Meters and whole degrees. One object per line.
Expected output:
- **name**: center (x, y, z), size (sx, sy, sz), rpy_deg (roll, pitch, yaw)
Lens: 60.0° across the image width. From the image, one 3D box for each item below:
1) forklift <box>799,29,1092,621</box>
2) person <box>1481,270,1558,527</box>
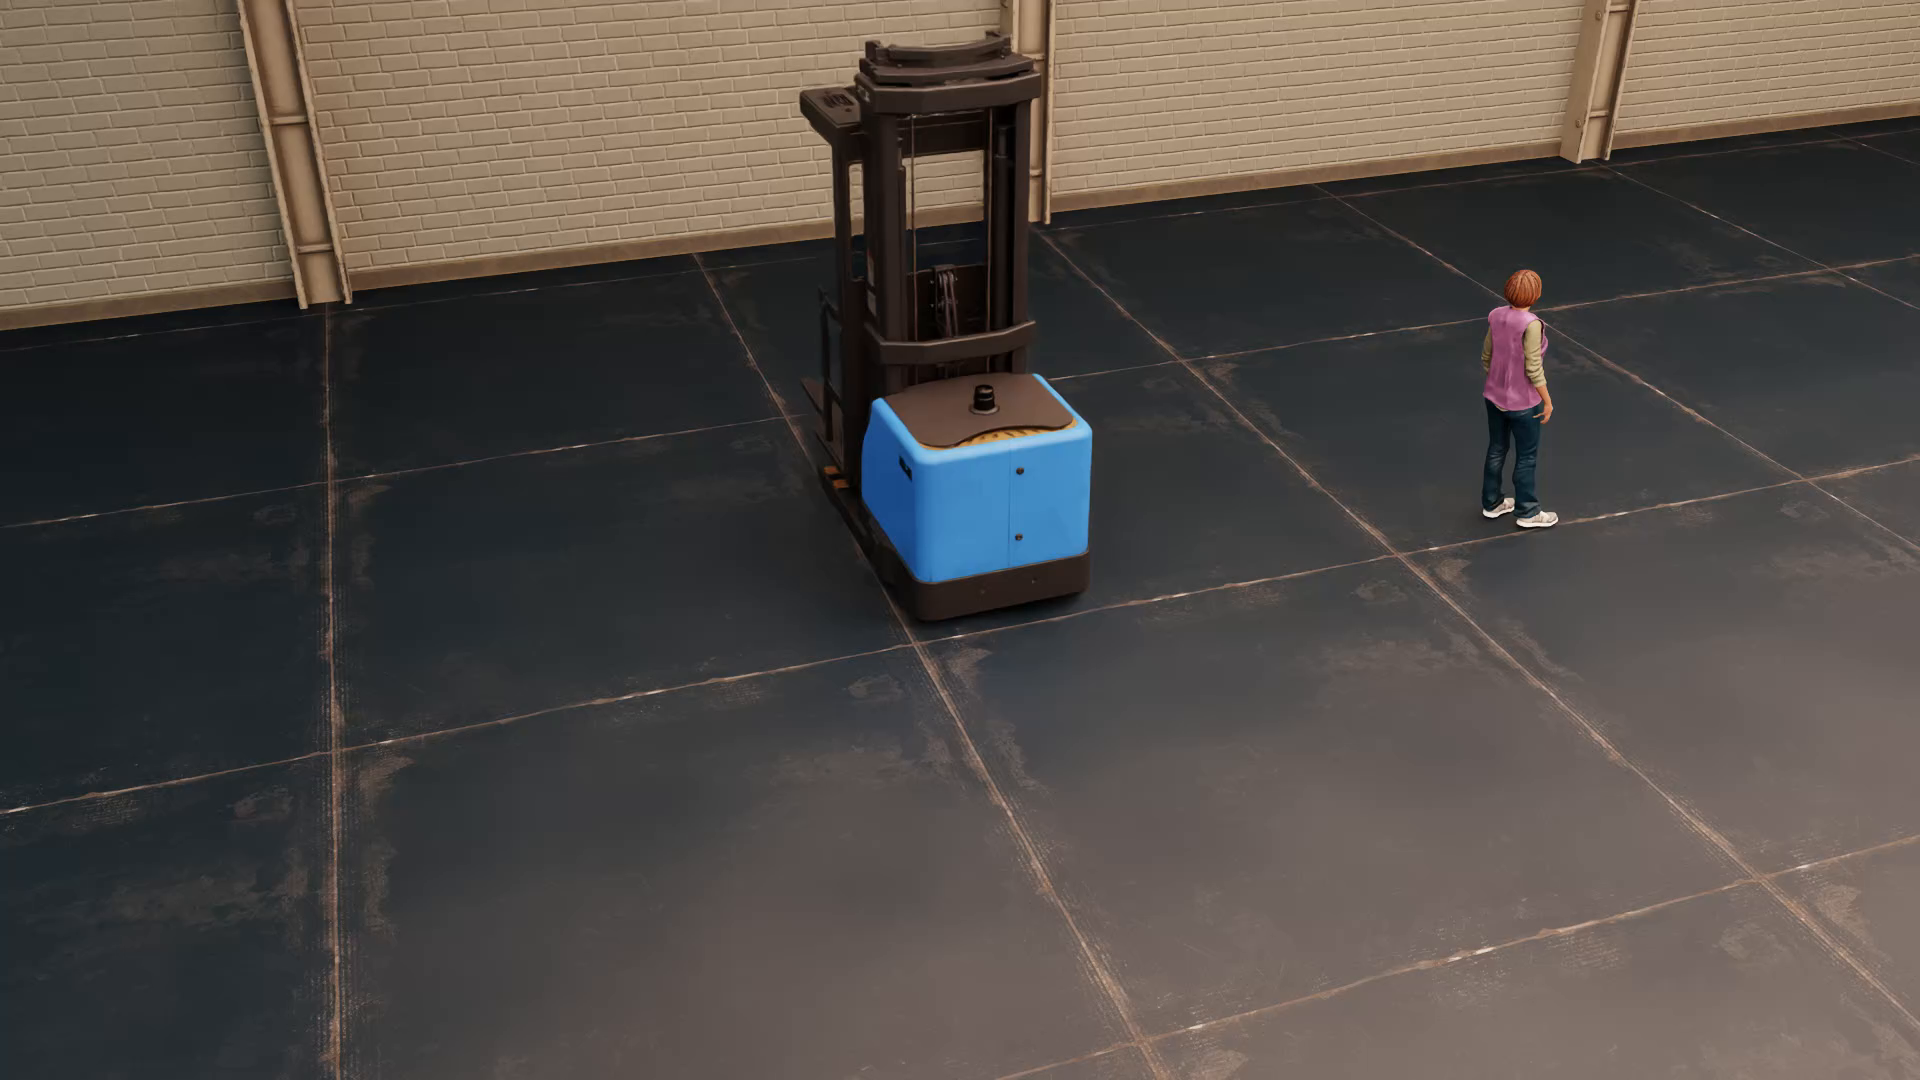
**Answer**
- **forklift**: center (-0.260, -1.548, 9.777), size (1.130, 2.935, 3.031), rpy_deg (-11, 32, -18)
- **person**: center (3.351, -0.851, 9.889), size (0.475, 1.597, 0.520), rpy_deg (-14, 33, -23)
